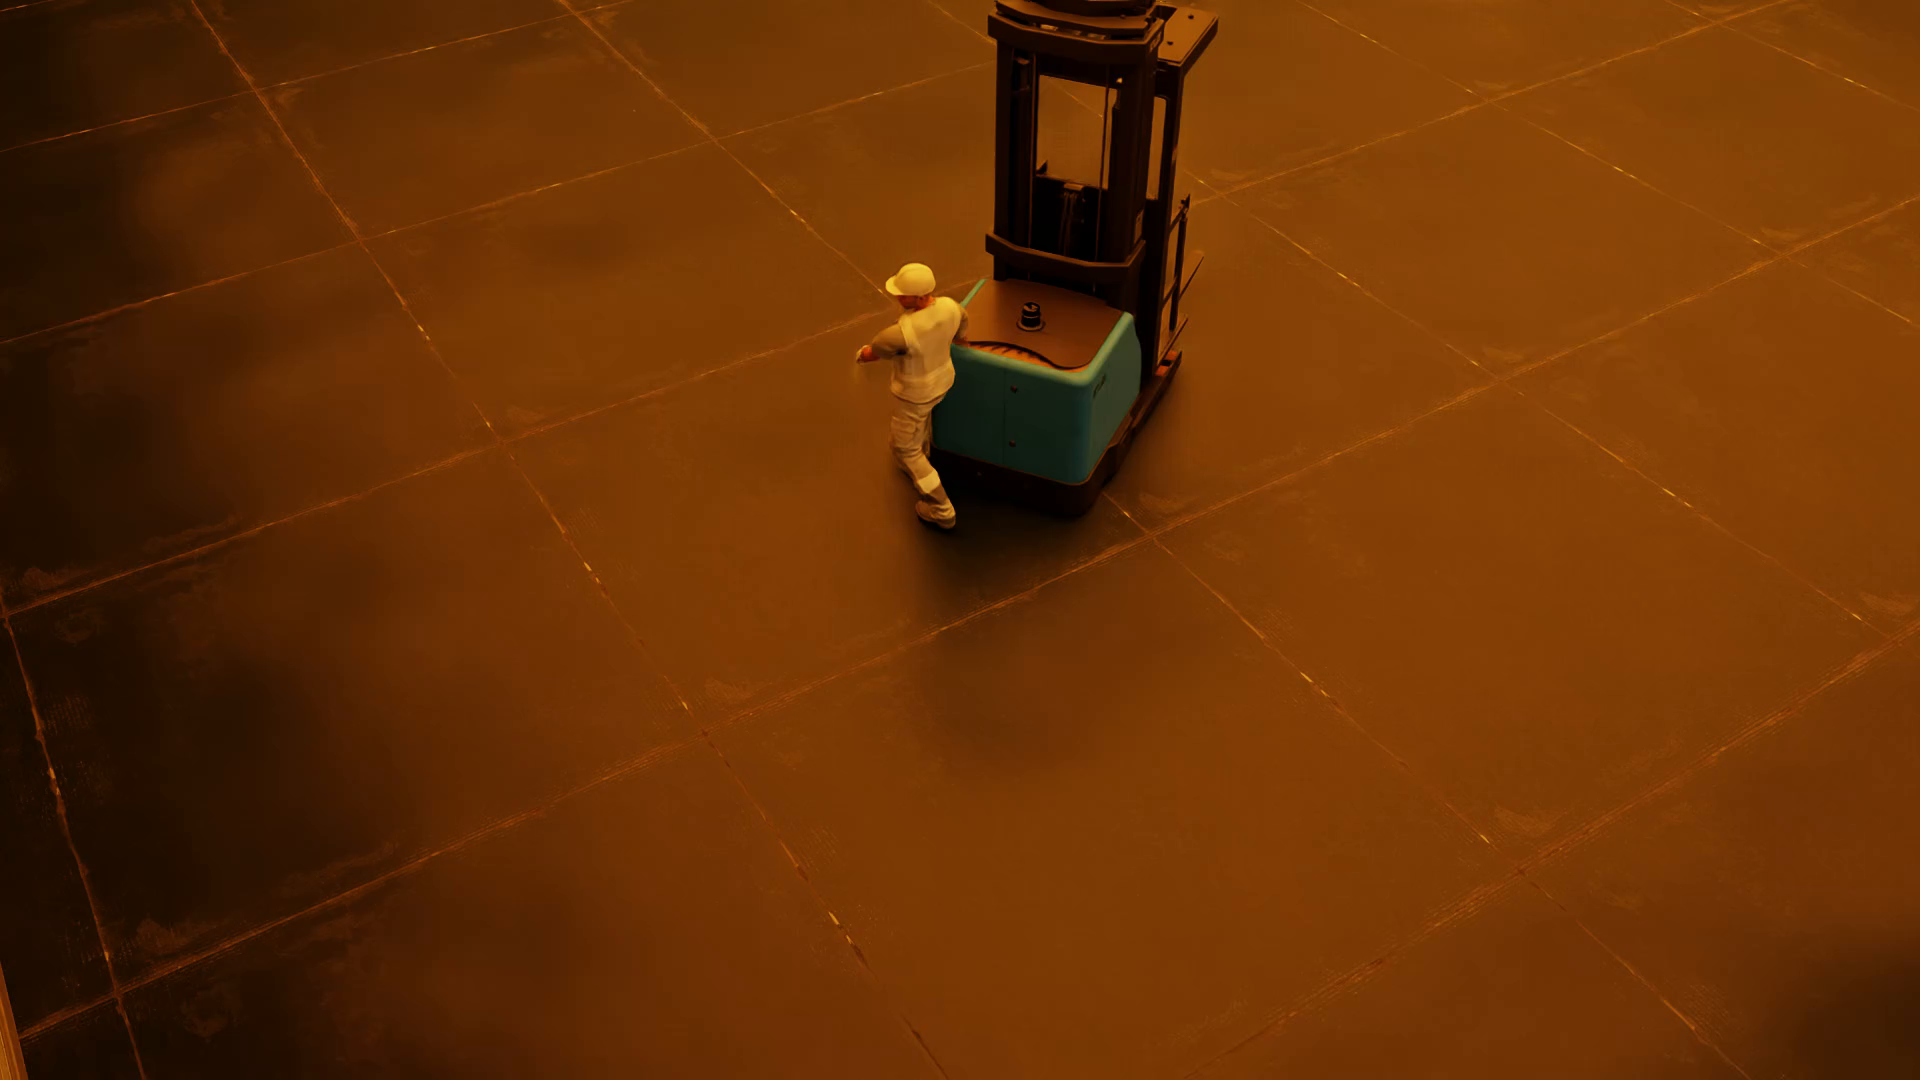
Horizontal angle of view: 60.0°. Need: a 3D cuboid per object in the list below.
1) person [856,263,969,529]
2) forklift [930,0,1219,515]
[{"bbox_3d":[-0.223,-0.965,9.908,0.832,1.730,0.704,29,49,29],"label":"person"},{"bbox_3d":[0.870,-2.227,10.420,1.130,2.935,3.031,16,44,18],"label":"forklift"}]
